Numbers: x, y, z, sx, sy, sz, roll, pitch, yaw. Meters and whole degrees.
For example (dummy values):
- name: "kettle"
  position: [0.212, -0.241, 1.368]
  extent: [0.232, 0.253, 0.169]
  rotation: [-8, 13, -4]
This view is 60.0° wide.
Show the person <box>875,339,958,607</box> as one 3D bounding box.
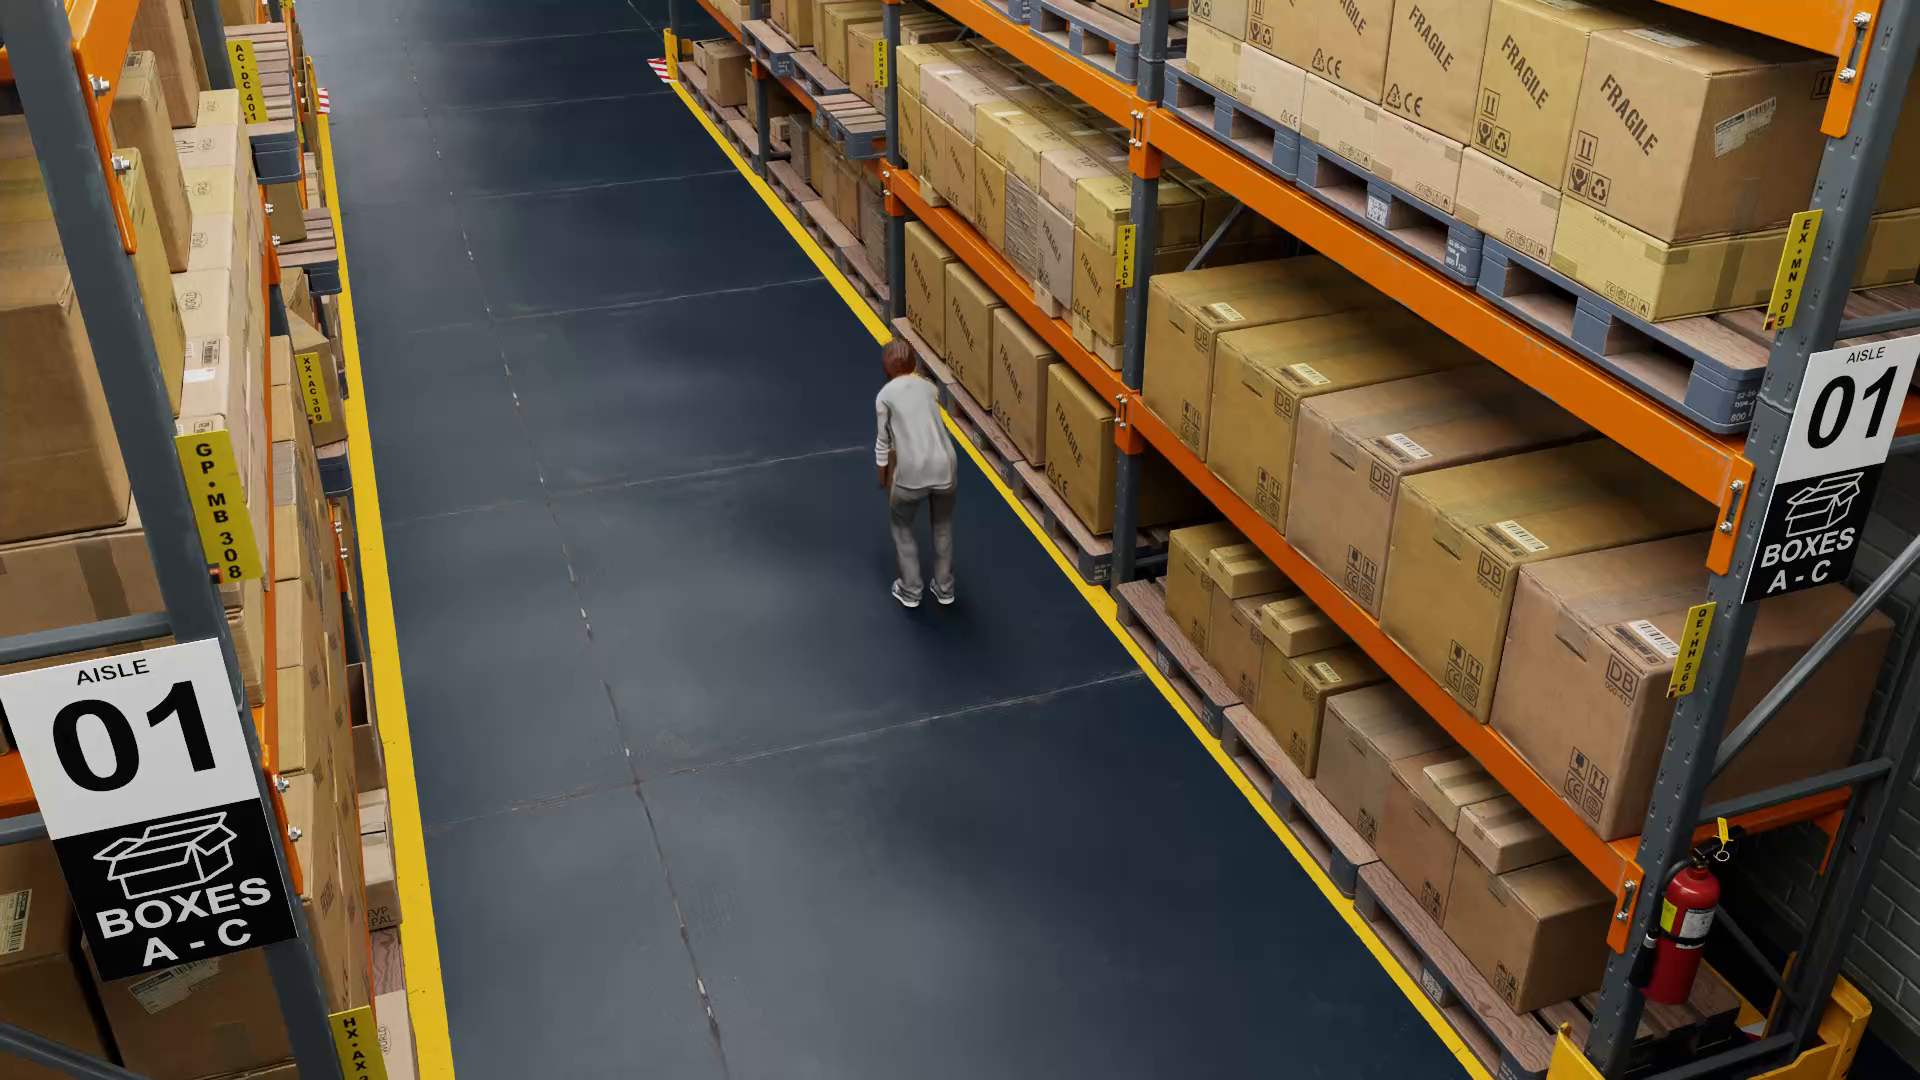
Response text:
- name: "person"
  position: [-0.251, -0.346, 9.113]
  extent: [0.376, 1.424, 0.690]
  rotation: [-11, 32, -18]
